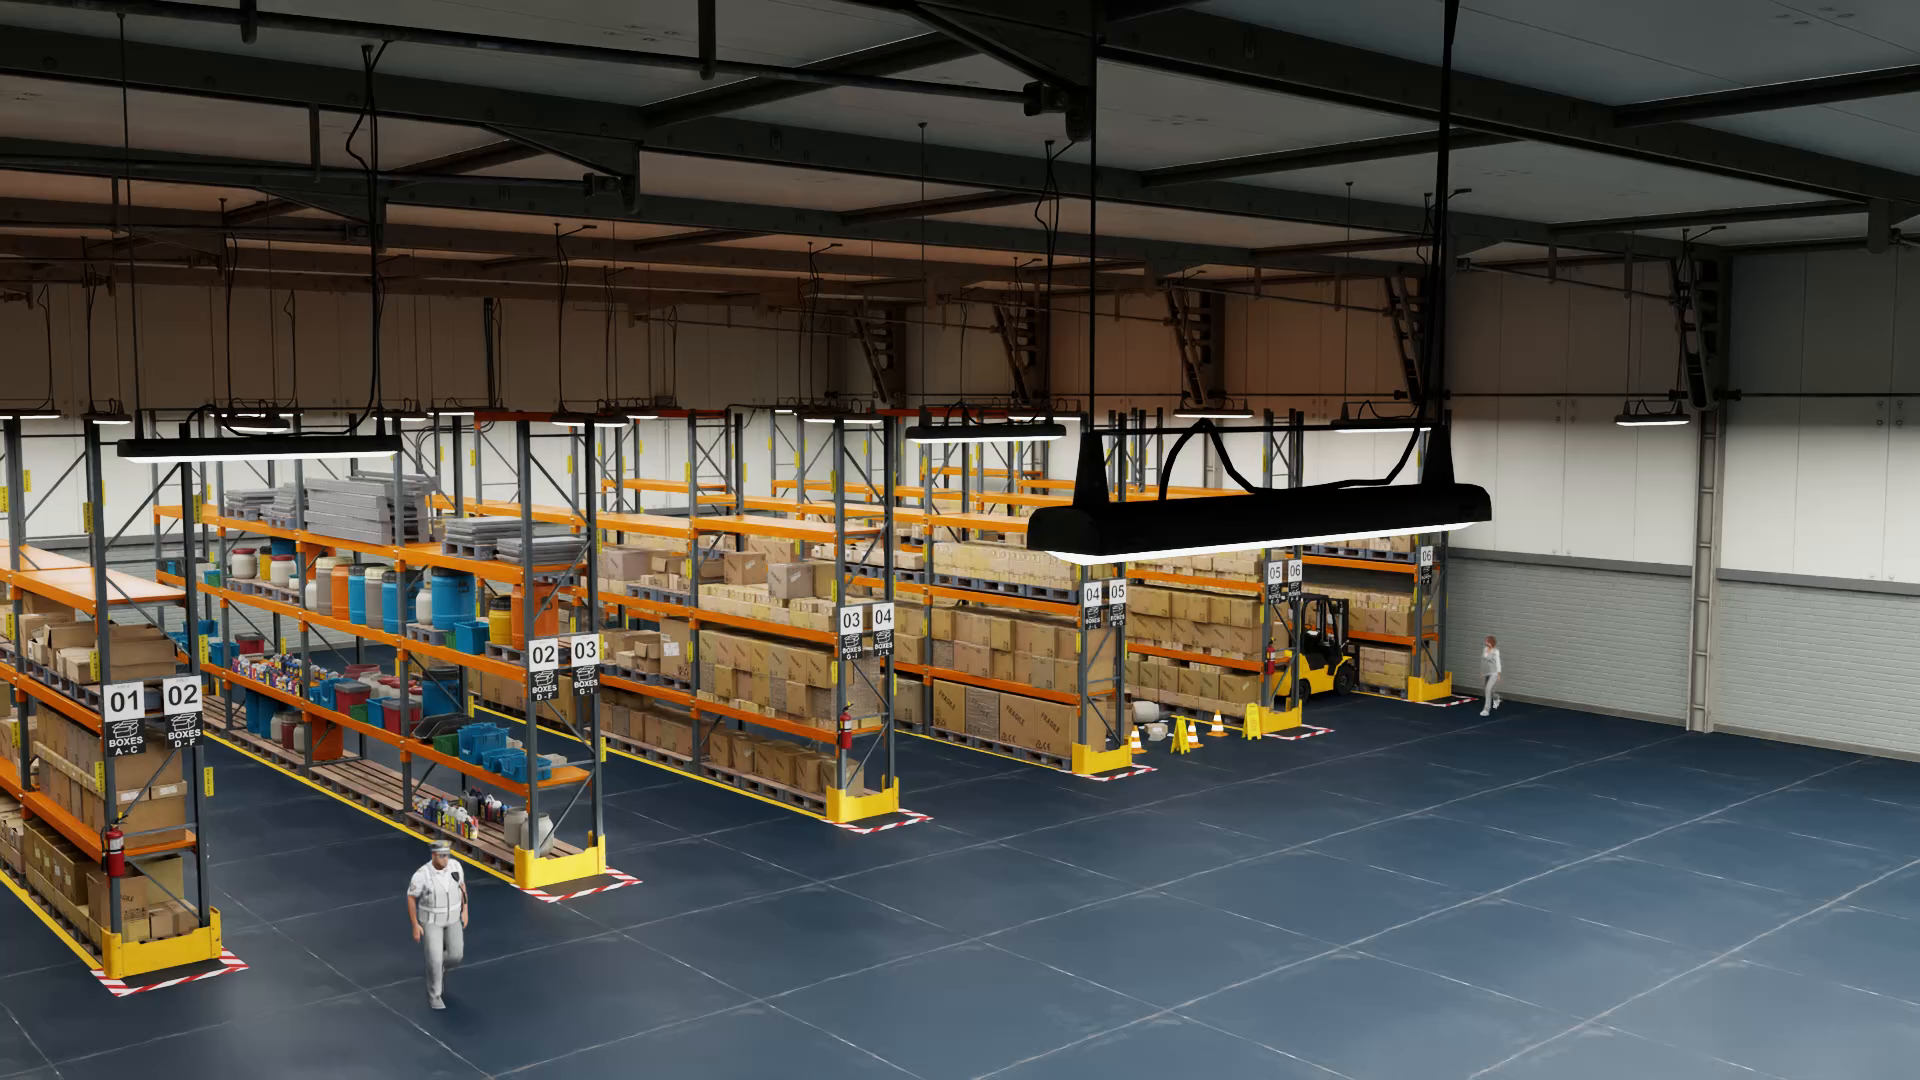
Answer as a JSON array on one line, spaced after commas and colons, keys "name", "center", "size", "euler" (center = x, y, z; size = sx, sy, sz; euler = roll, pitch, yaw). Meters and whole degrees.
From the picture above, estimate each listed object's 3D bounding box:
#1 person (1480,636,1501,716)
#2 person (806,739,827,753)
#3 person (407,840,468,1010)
[{"name": "person", "center": [10.511, 2.656, 32.821], "size": [0.847, 1.560, 0.415], "euler": [-4, 6, -39]}, {"name": "person", "center": [-2.469, 3.022, 28.425], "size": [0.548, 1.659, 0.583], "euler": [4, 6, 39]}, {"name": "person", "center": [-5.457, 3.952, 17.335], "size": [0.636, 1.745, 0.602], "euler": [-5, 7, -43]}]
